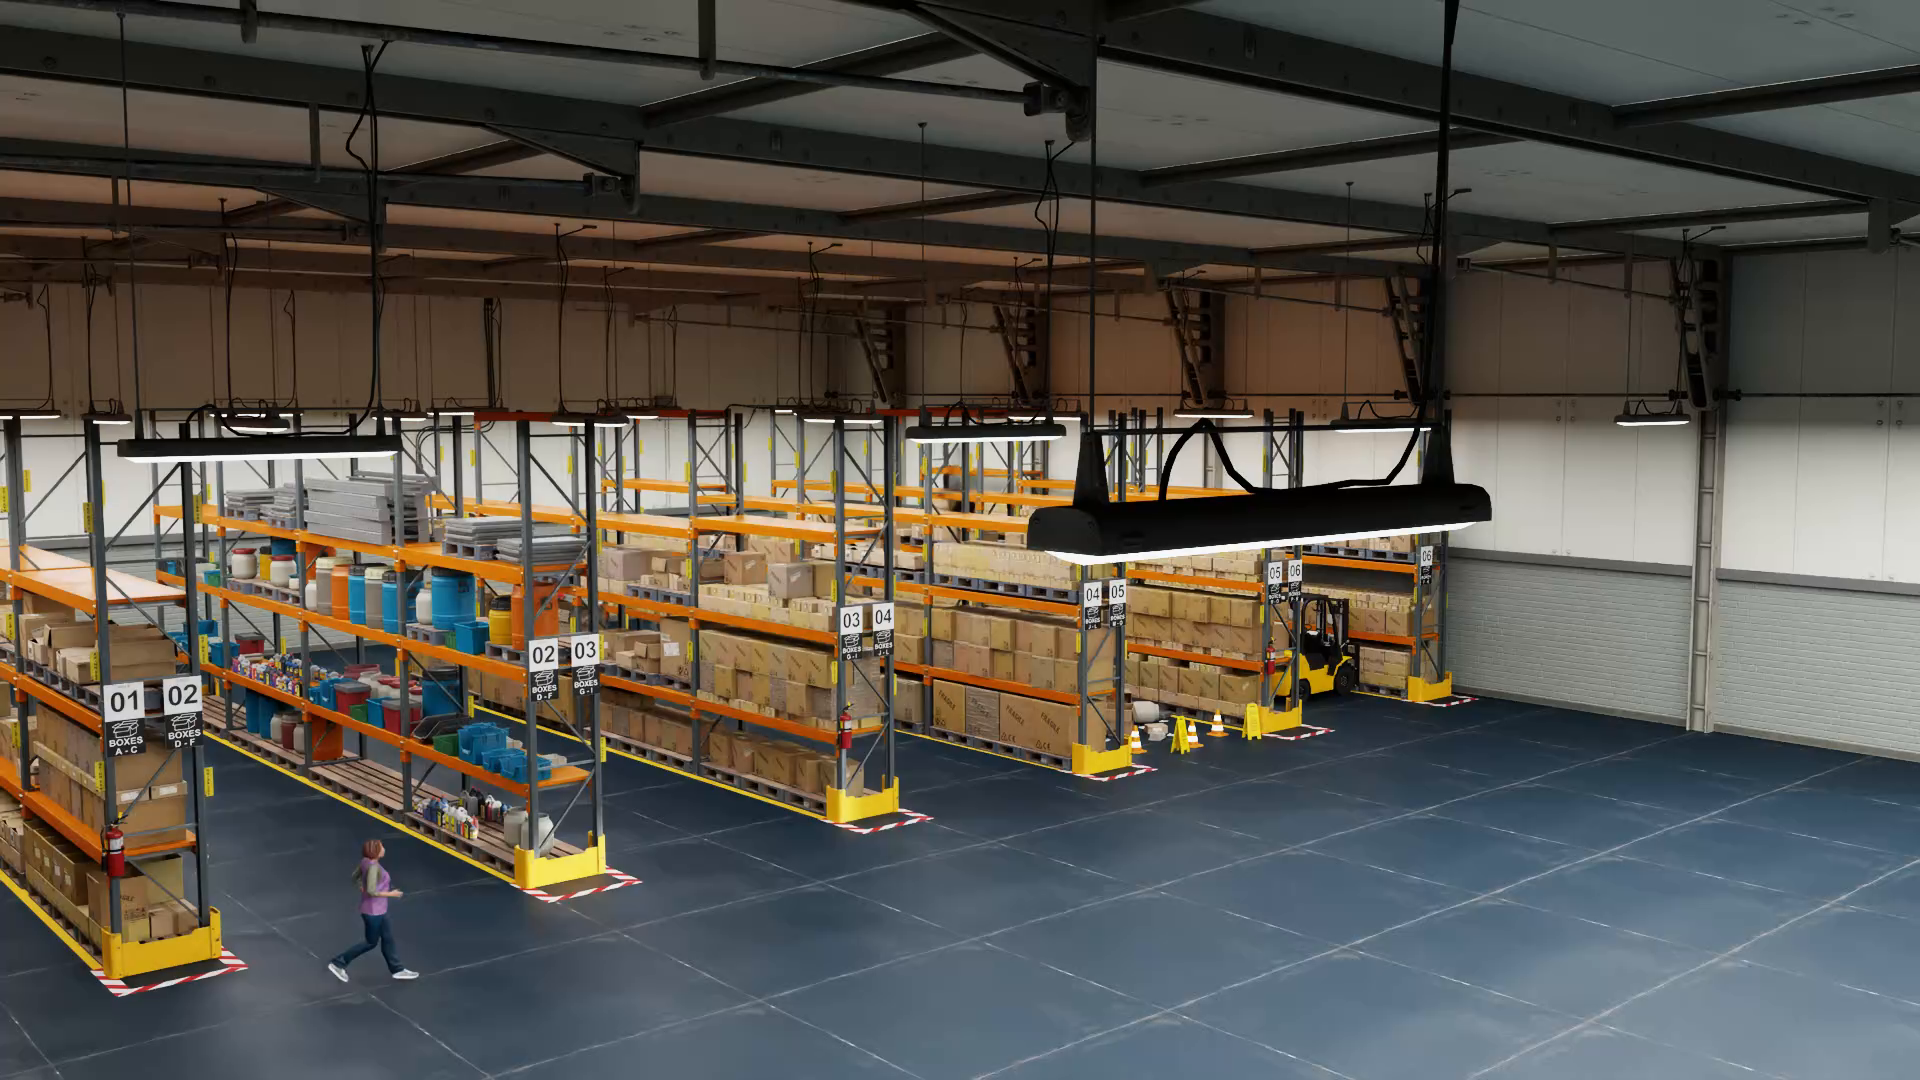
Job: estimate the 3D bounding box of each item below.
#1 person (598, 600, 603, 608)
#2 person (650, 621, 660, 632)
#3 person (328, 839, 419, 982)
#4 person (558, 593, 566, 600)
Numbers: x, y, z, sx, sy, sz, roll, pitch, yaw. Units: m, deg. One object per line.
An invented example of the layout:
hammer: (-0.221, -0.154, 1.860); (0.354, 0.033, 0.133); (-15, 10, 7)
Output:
person: (-8.951, 1.855, 41.029); (0.889, 1.775, 0.695); (-2, 5, -19)
person: (-7.493, 1.818, 41.307); (0.909, 1.762, 0.758); (1, 5, 15)
person: (-6.264, 3.964, 17.728); (0.917, 1.580, 0.541); (-2, 5, -21)
person: (-9.555, 2.064, 39.074); (0.836, 1.674, 0.617); (-1, 5, -14)
